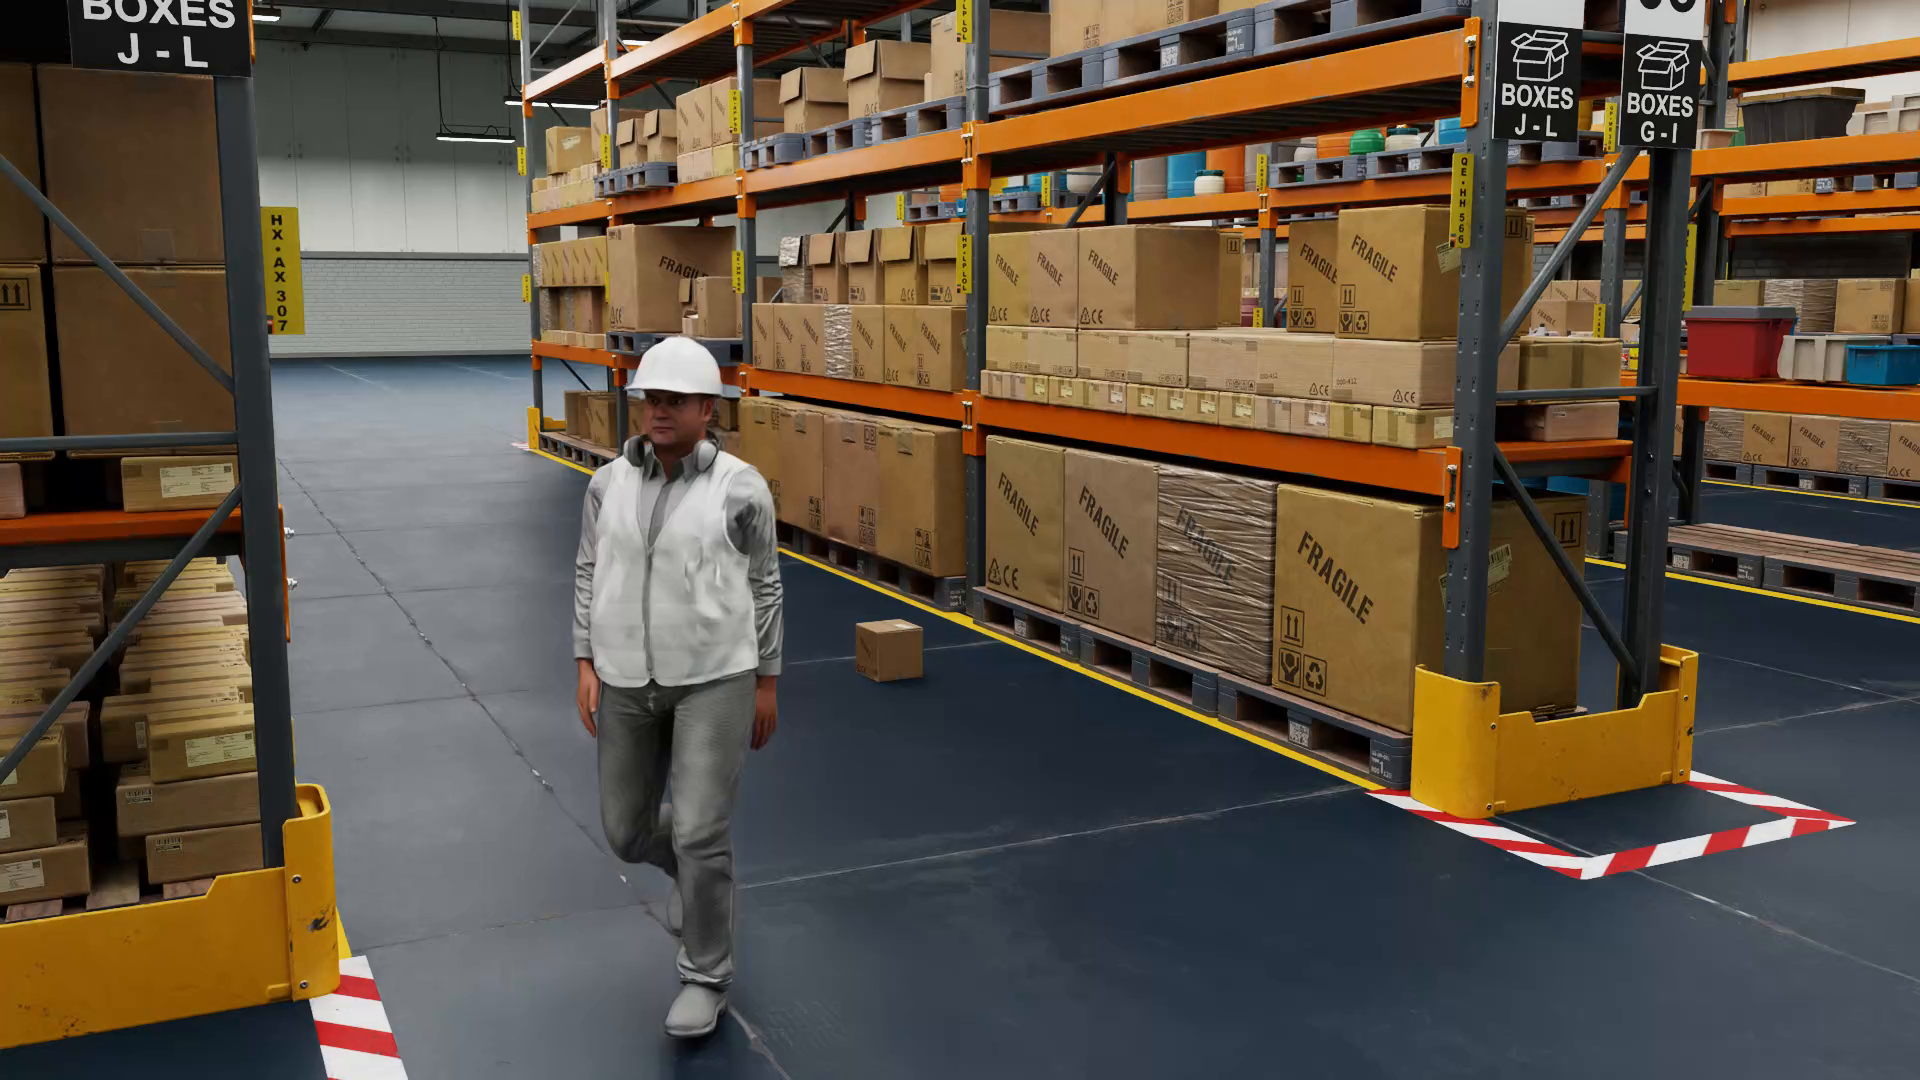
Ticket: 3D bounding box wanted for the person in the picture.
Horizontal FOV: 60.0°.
[{"bbox_3d":[-0.743,0.345,4.405,0.562,1.757,0.783,2,9,13],"label":"person"}]
